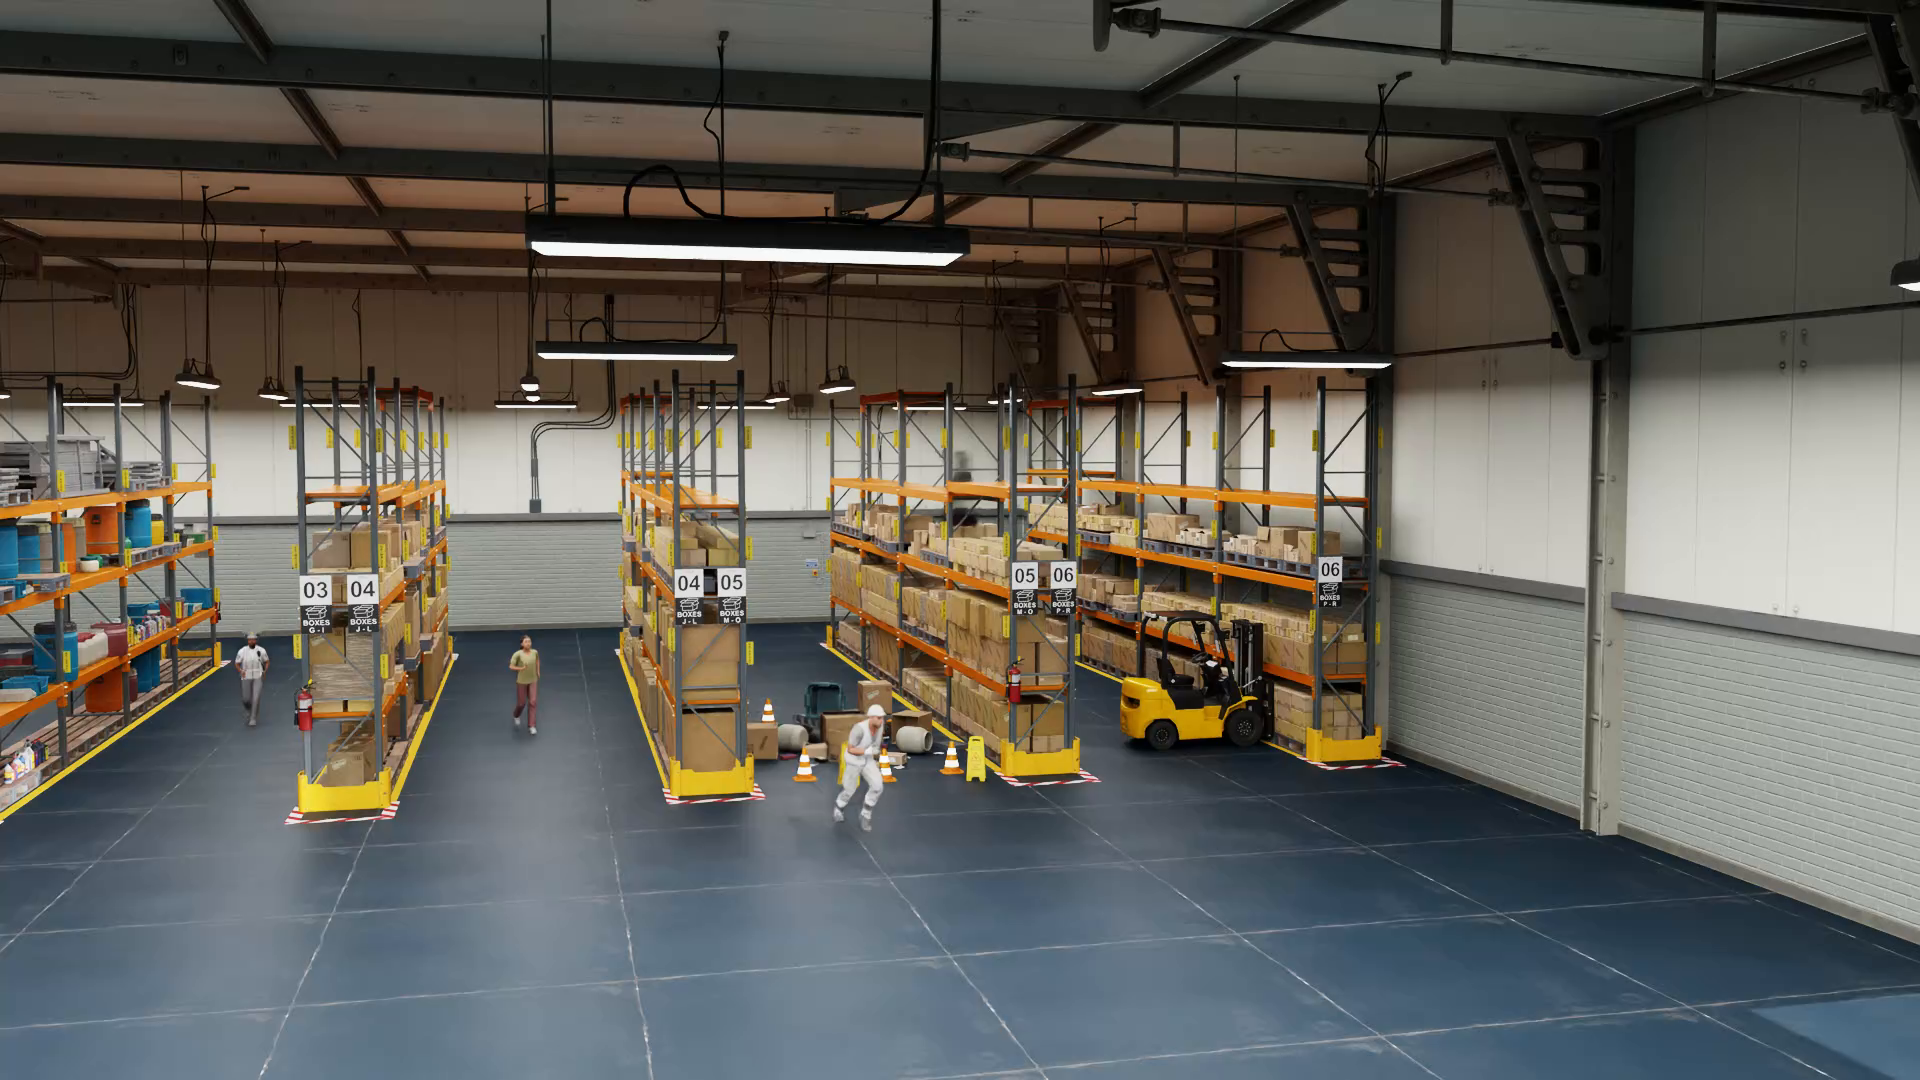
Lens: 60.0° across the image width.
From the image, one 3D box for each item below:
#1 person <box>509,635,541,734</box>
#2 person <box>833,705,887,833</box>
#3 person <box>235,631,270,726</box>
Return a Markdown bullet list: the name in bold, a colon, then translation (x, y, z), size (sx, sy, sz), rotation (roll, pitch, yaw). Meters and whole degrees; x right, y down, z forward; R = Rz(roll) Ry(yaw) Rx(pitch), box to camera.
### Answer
- **person**: translation (-7.450, 2.449, 28.523), size (0.592, 1.655, 0.904), rotation (-2, 4, -33)
- **person**: translation (-1.265, 2.917, 21.361), size (0.704, 1.687, 0.990), rotation (-3, 5, -44)
- **person**: translation (-12.464, 2.425, 29.319), size (0.562, 1.655, 0.589), rotation (-1, 4, -23)
